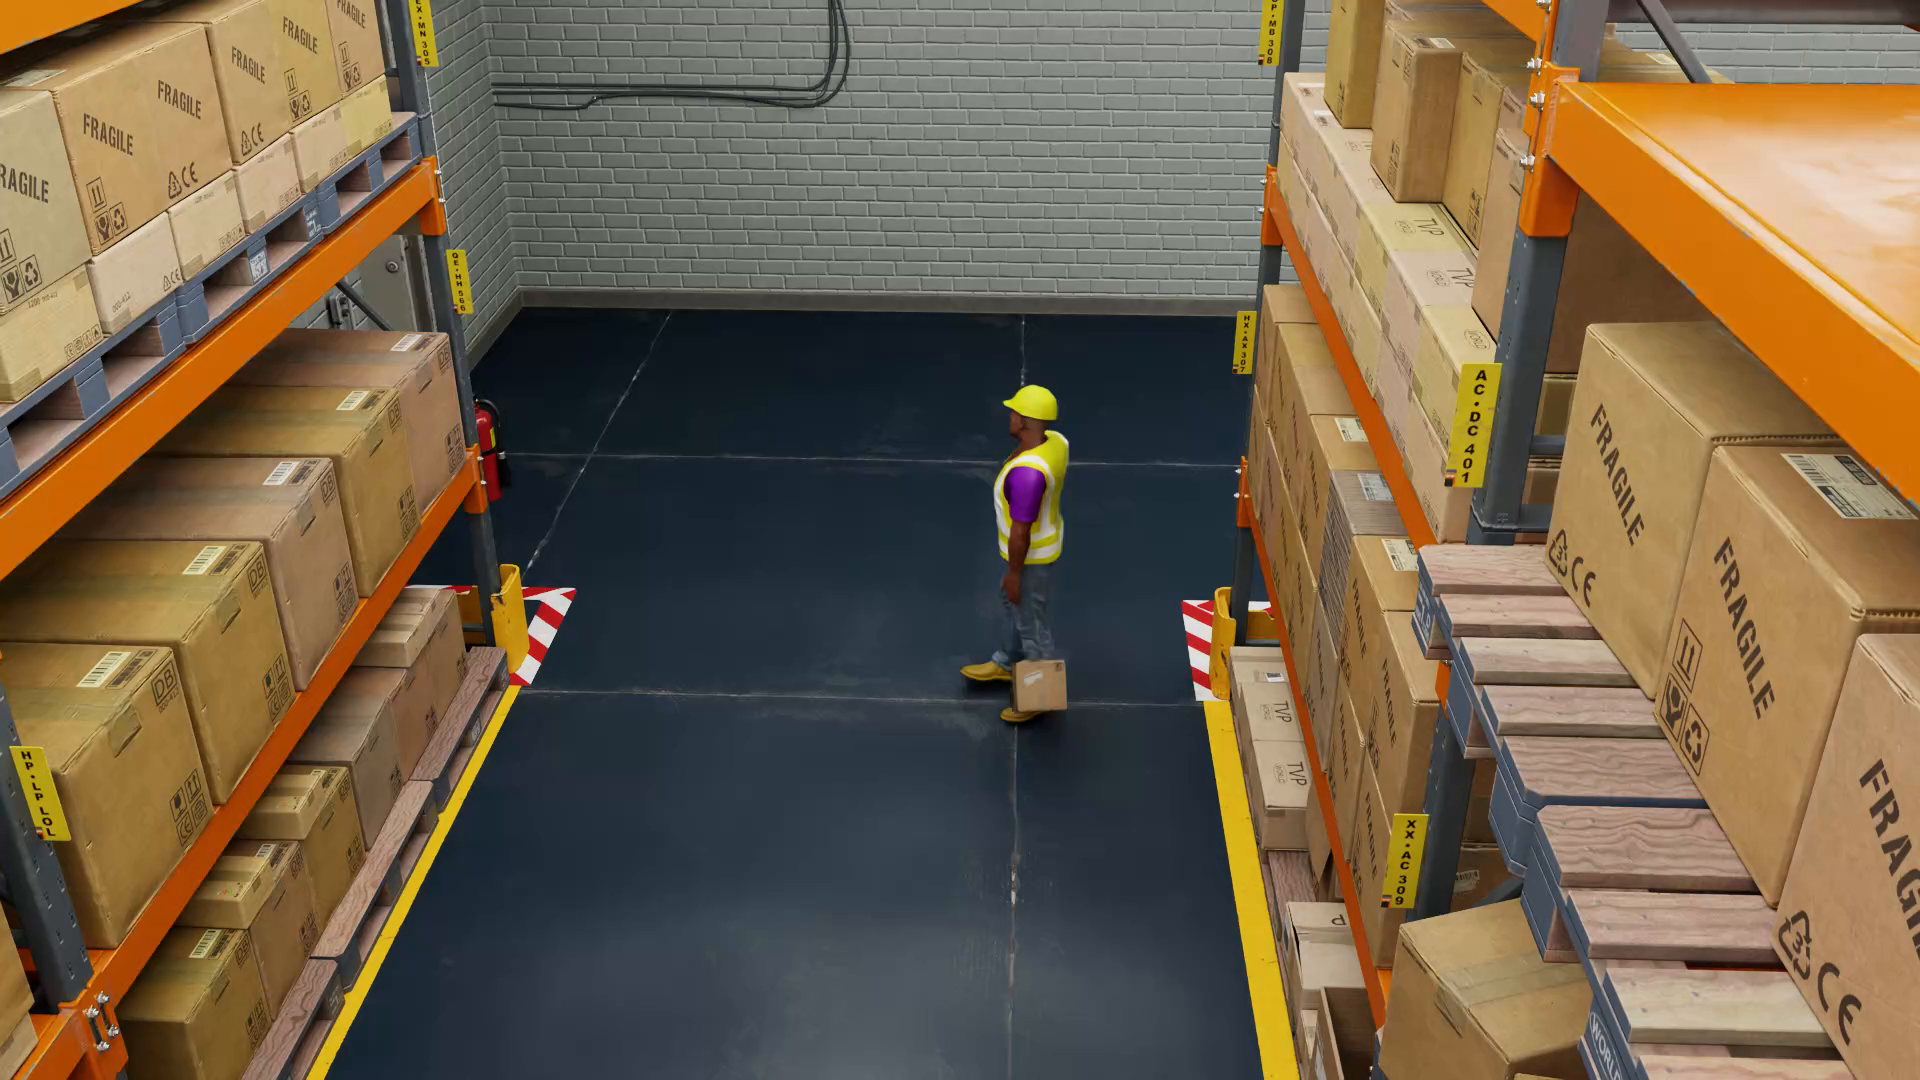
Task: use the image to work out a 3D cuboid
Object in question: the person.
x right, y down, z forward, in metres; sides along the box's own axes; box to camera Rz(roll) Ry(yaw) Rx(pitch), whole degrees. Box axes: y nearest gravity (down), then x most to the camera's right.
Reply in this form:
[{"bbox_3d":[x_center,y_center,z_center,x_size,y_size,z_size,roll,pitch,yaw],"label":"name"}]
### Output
[{"bbox_3d":[0.259,0.042,8.462,0.539,1.766,0.624,5,28,10],"label":"person"}]
